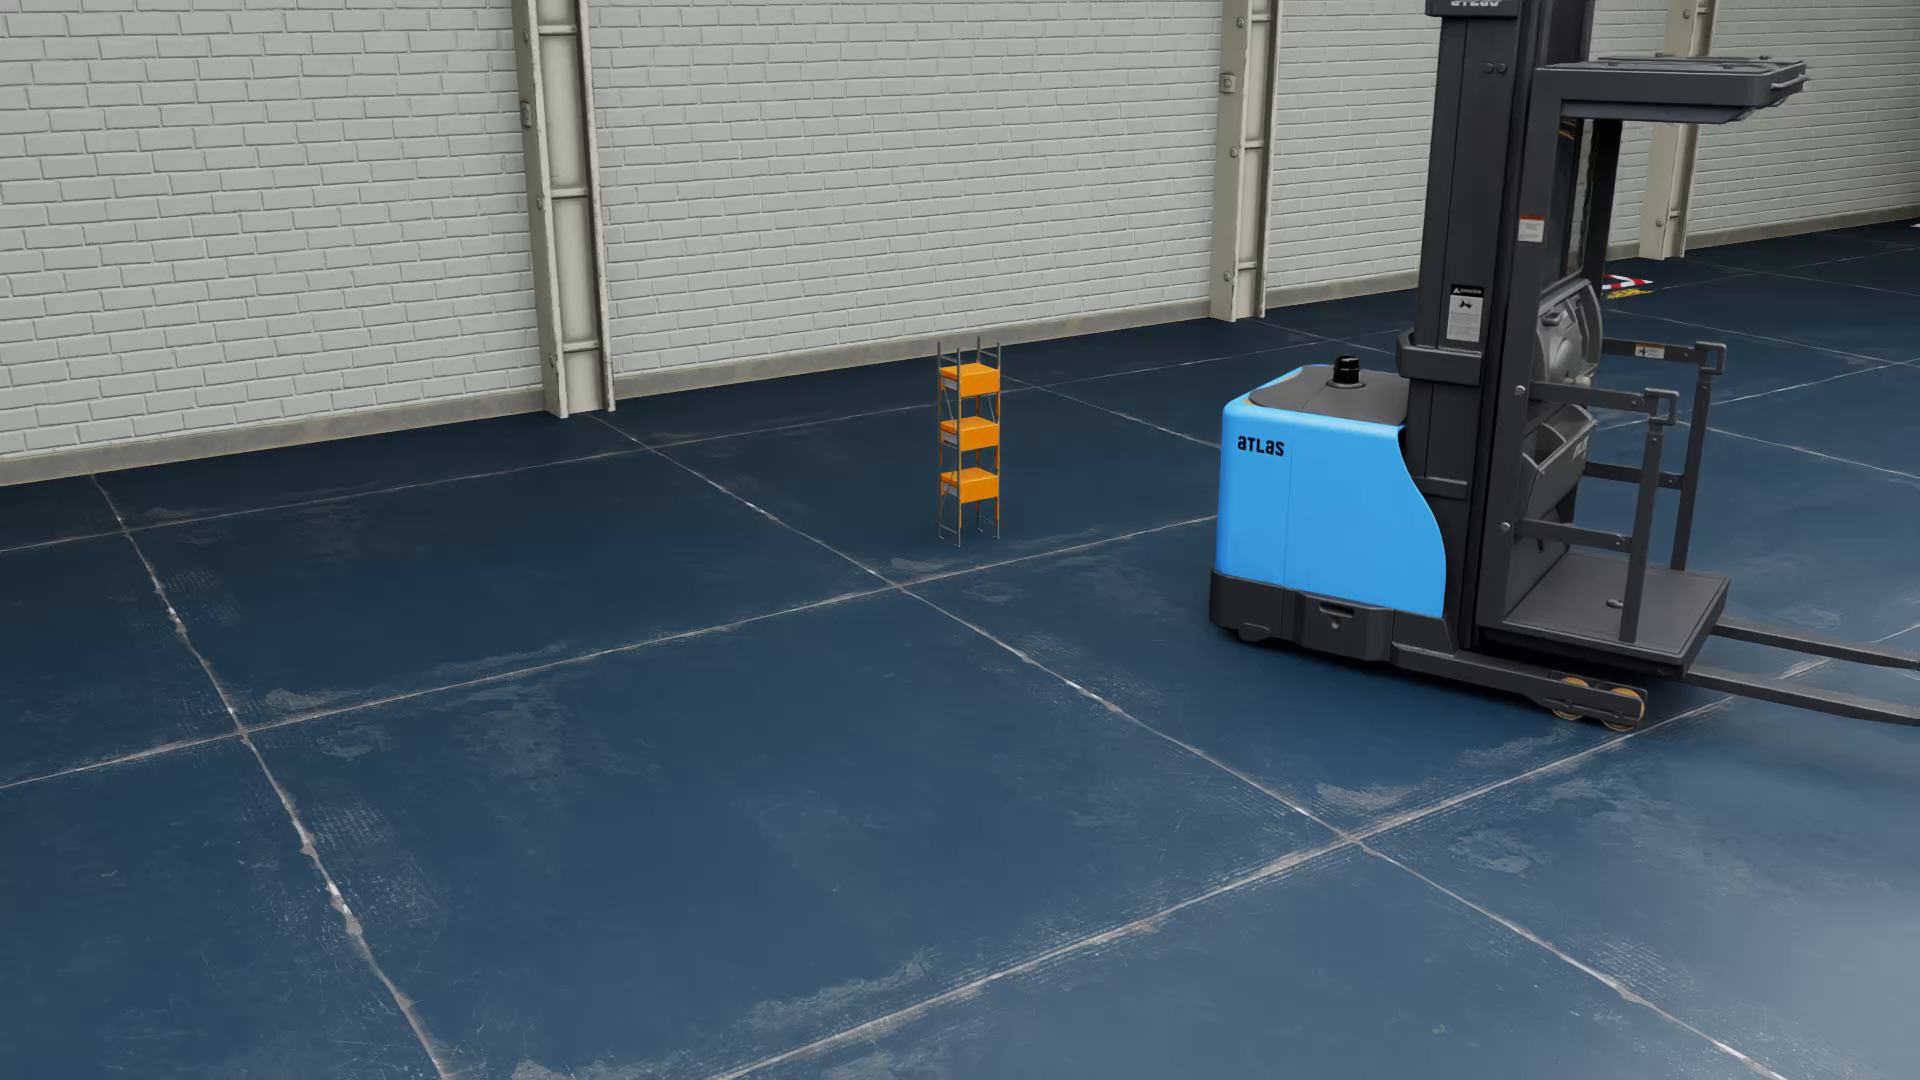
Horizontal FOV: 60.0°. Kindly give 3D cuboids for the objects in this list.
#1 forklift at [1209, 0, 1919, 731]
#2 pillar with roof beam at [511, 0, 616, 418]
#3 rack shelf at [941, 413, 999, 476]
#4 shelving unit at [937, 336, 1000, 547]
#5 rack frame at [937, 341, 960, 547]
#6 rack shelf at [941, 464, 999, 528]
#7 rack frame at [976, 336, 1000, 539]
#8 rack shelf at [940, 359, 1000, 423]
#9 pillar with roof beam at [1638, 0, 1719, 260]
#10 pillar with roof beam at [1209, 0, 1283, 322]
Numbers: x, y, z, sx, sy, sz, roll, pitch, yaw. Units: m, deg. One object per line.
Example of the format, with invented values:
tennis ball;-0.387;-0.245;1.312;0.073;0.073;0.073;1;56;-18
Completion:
forklift;2.634;-0.832;6.629;3.031;2.935;1.130;12;22;31
pillar with roof beam;-0.233;-4.004;6.537;0.400;9.000;9.100;-12;22;-31
rack shelf;0.045;-0.497;8.608;0.240;0.259;0.215;-12;22;-31
shelving unit;0.045;-0.507;8.605;0.252;1.050;0.215;-12;22;-31
rack frame;-0.057;-0.485;8.541;0.008;1.050;0.200;-12;22;-31
rack shelf;0.045;-0.233;8.697;0.240;0.259;0.215;-12;22;-31
rack frame;0.147;-0.528;8.668;0.008;1.050;0.200;-12;22;-31
rack shelf;0.045;-0.766;8.517;0.240;0.259;0.215;-12;22;-31
pillar with roof beam;9.789;-6.118;12.789;0.400;9.000;9.100;-12;22;-31
pillar with roof beam;4.778;-5.061;9.663;0.400;9.000;9.100;-12;22;-31
